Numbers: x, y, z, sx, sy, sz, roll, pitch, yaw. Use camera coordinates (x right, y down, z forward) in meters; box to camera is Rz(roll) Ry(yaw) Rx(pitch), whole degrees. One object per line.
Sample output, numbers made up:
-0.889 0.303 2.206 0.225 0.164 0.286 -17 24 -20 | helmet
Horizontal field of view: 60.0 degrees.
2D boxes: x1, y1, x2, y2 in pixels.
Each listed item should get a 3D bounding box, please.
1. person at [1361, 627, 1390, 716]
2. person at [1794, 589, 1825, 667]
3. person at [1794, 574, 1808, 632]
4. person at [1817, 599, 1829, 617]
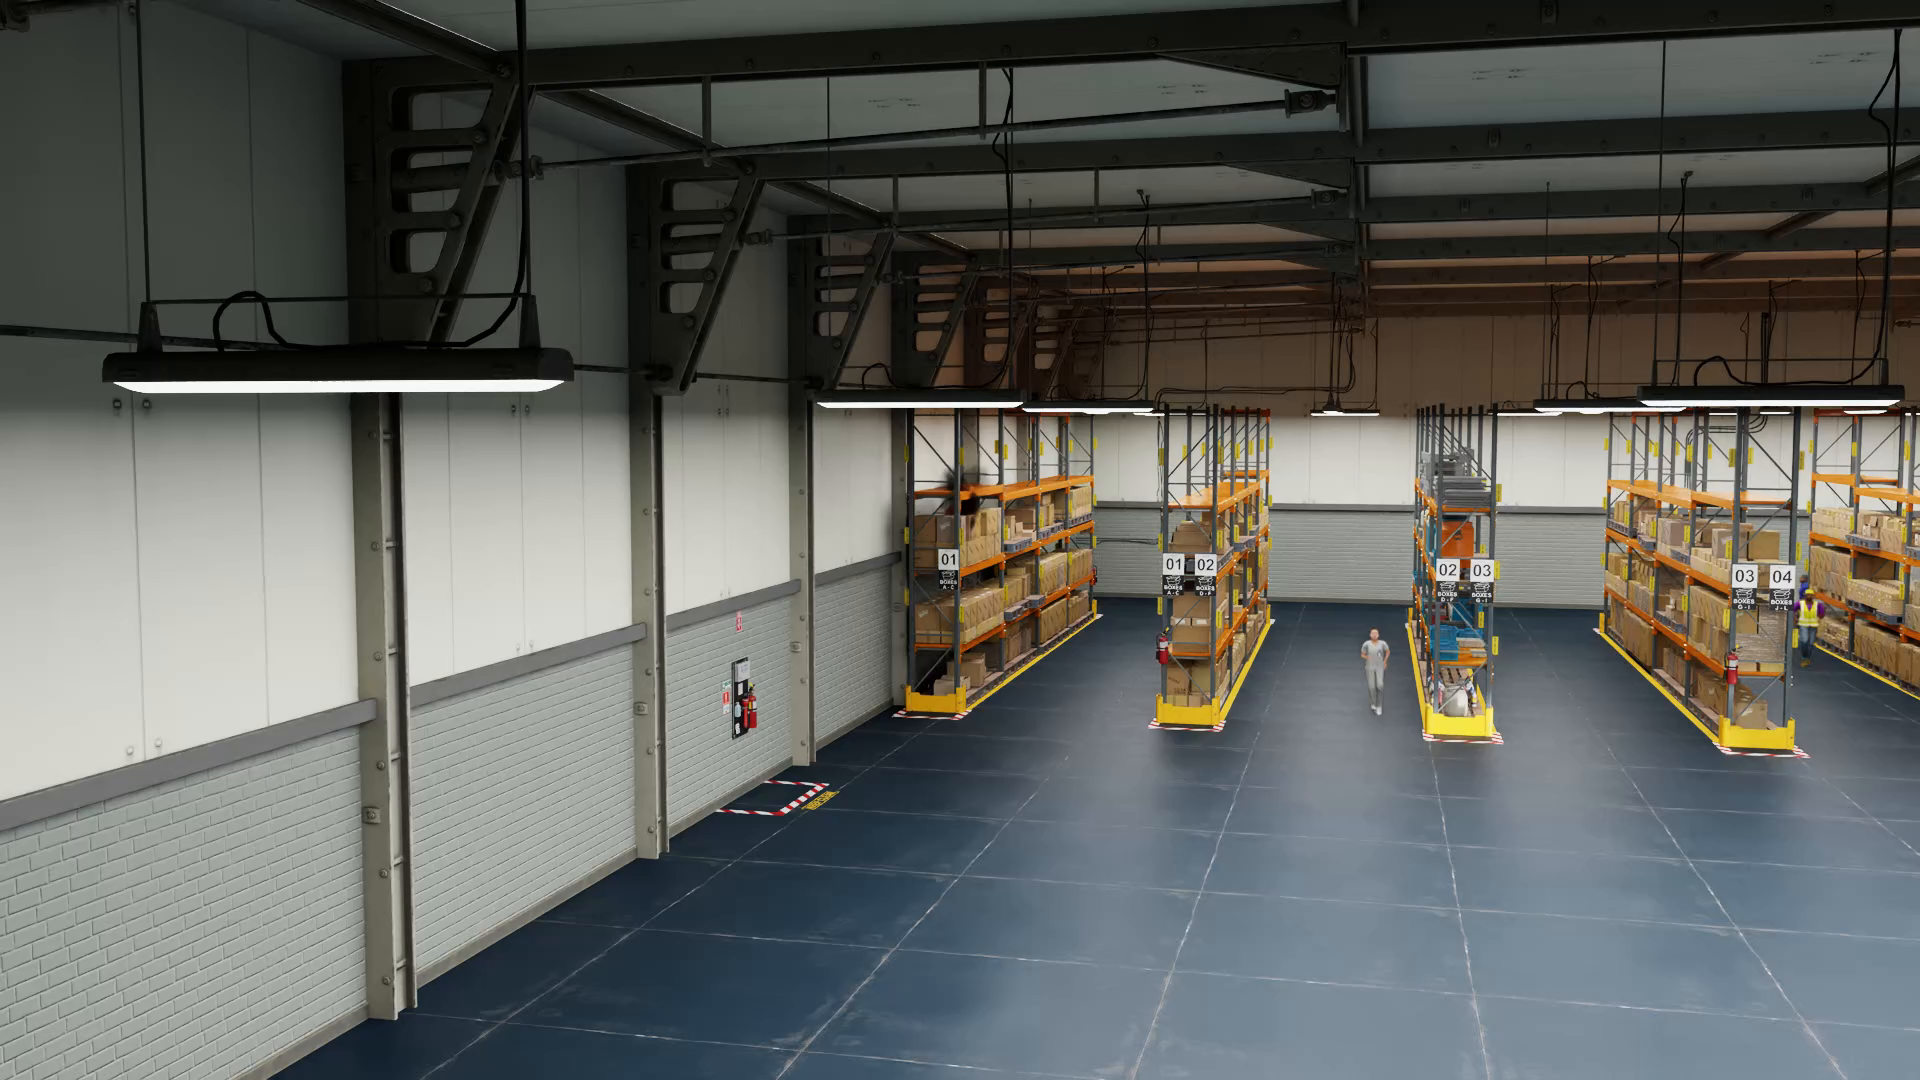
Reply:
8.058 2.545 32.306 0.542 1.710 0.731 1 4 15 | person
19.643 2.043 38.507 0.672 1.823 0.716 1 4 15 | person
22.583 1.698 44.470 0.632 1.566 0.742 1 4 16 | person
22.950 1.639 44.311 0.931 1.711 0.715 1 4 16 | person
